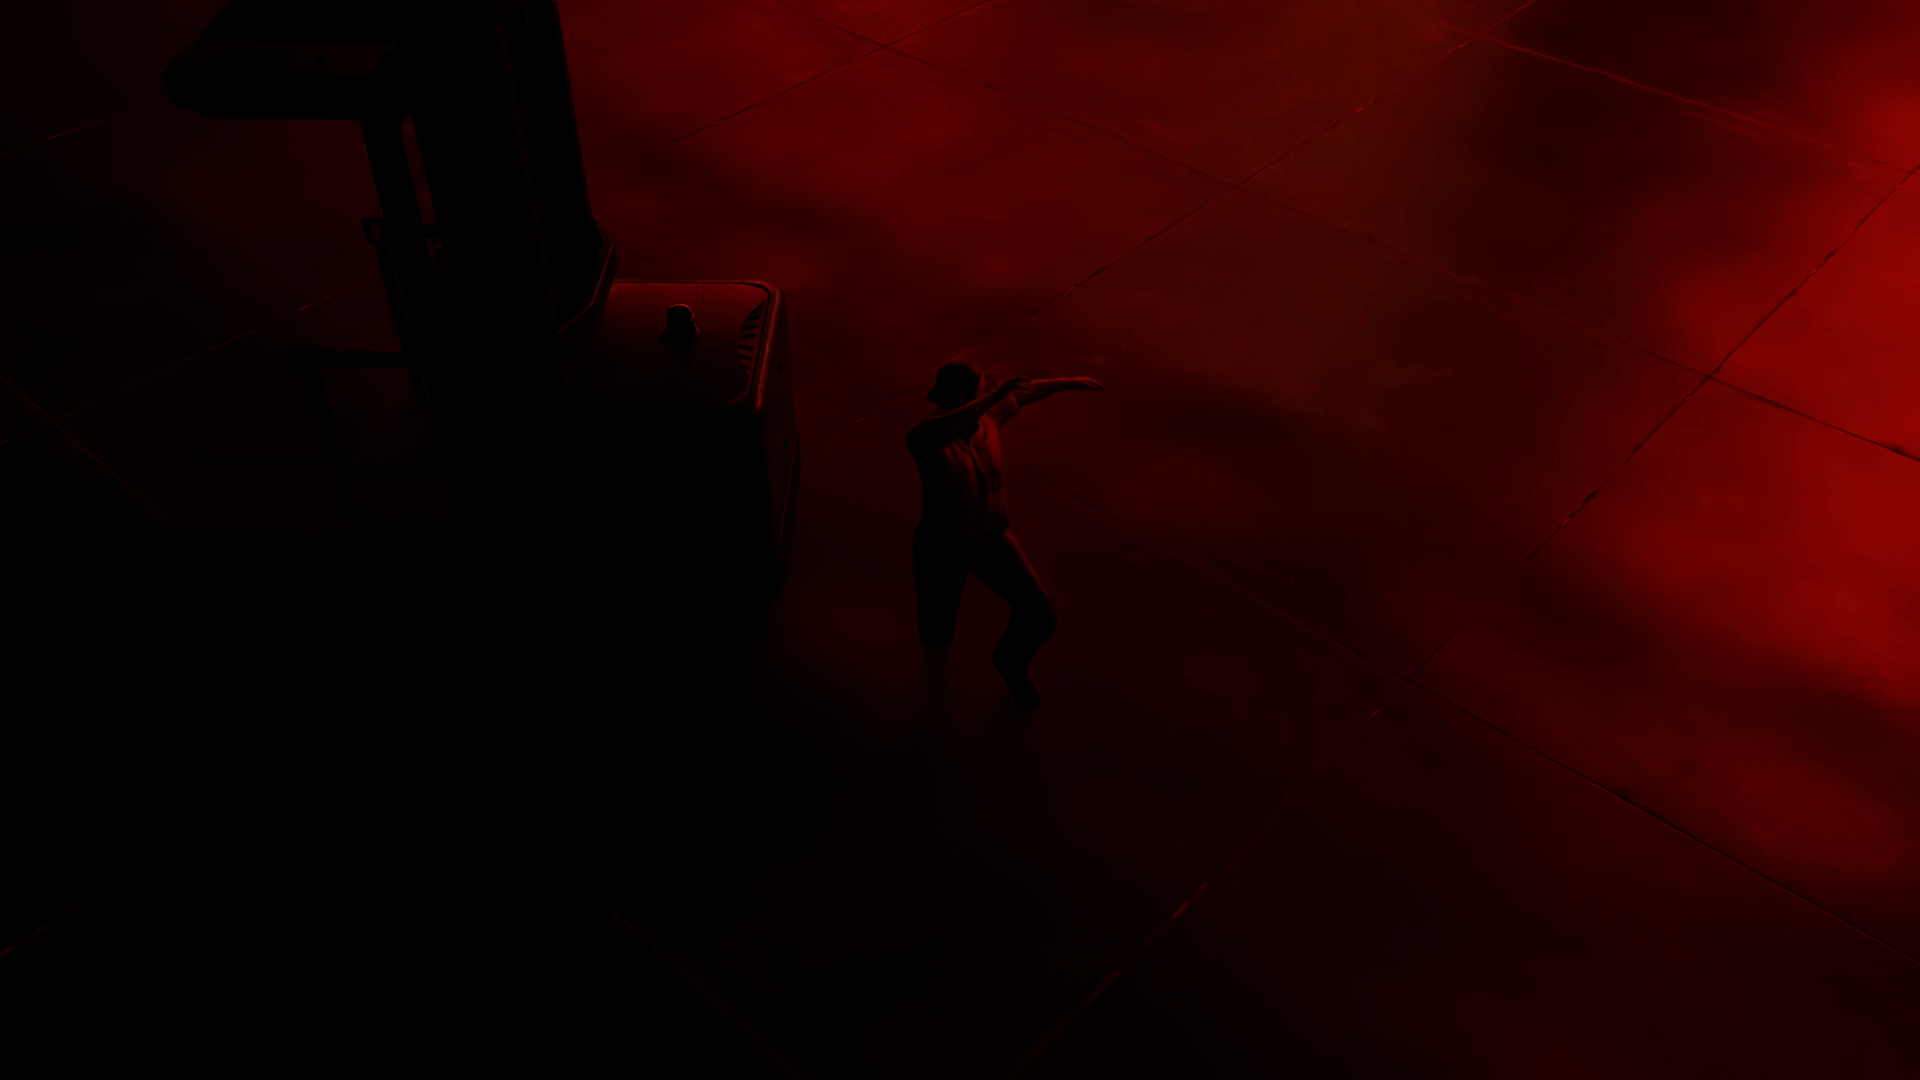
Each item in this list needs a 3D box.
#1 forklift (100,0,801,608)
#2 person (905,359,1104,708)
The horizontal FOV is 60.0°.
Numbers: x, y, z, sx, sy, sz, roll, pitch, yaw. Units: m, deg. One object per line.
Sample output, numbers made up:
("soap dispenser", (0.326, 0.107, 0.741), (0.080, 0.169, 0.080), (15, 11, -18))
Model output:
("forklift", (-2.285, -1.156, 6.776), (3.031, 2.935, 1.130), (1, 41, 1))
("person", (0.287, -0.086, 6.721), (1.003, 1.441, 0.858), (-17, 44, -19))
